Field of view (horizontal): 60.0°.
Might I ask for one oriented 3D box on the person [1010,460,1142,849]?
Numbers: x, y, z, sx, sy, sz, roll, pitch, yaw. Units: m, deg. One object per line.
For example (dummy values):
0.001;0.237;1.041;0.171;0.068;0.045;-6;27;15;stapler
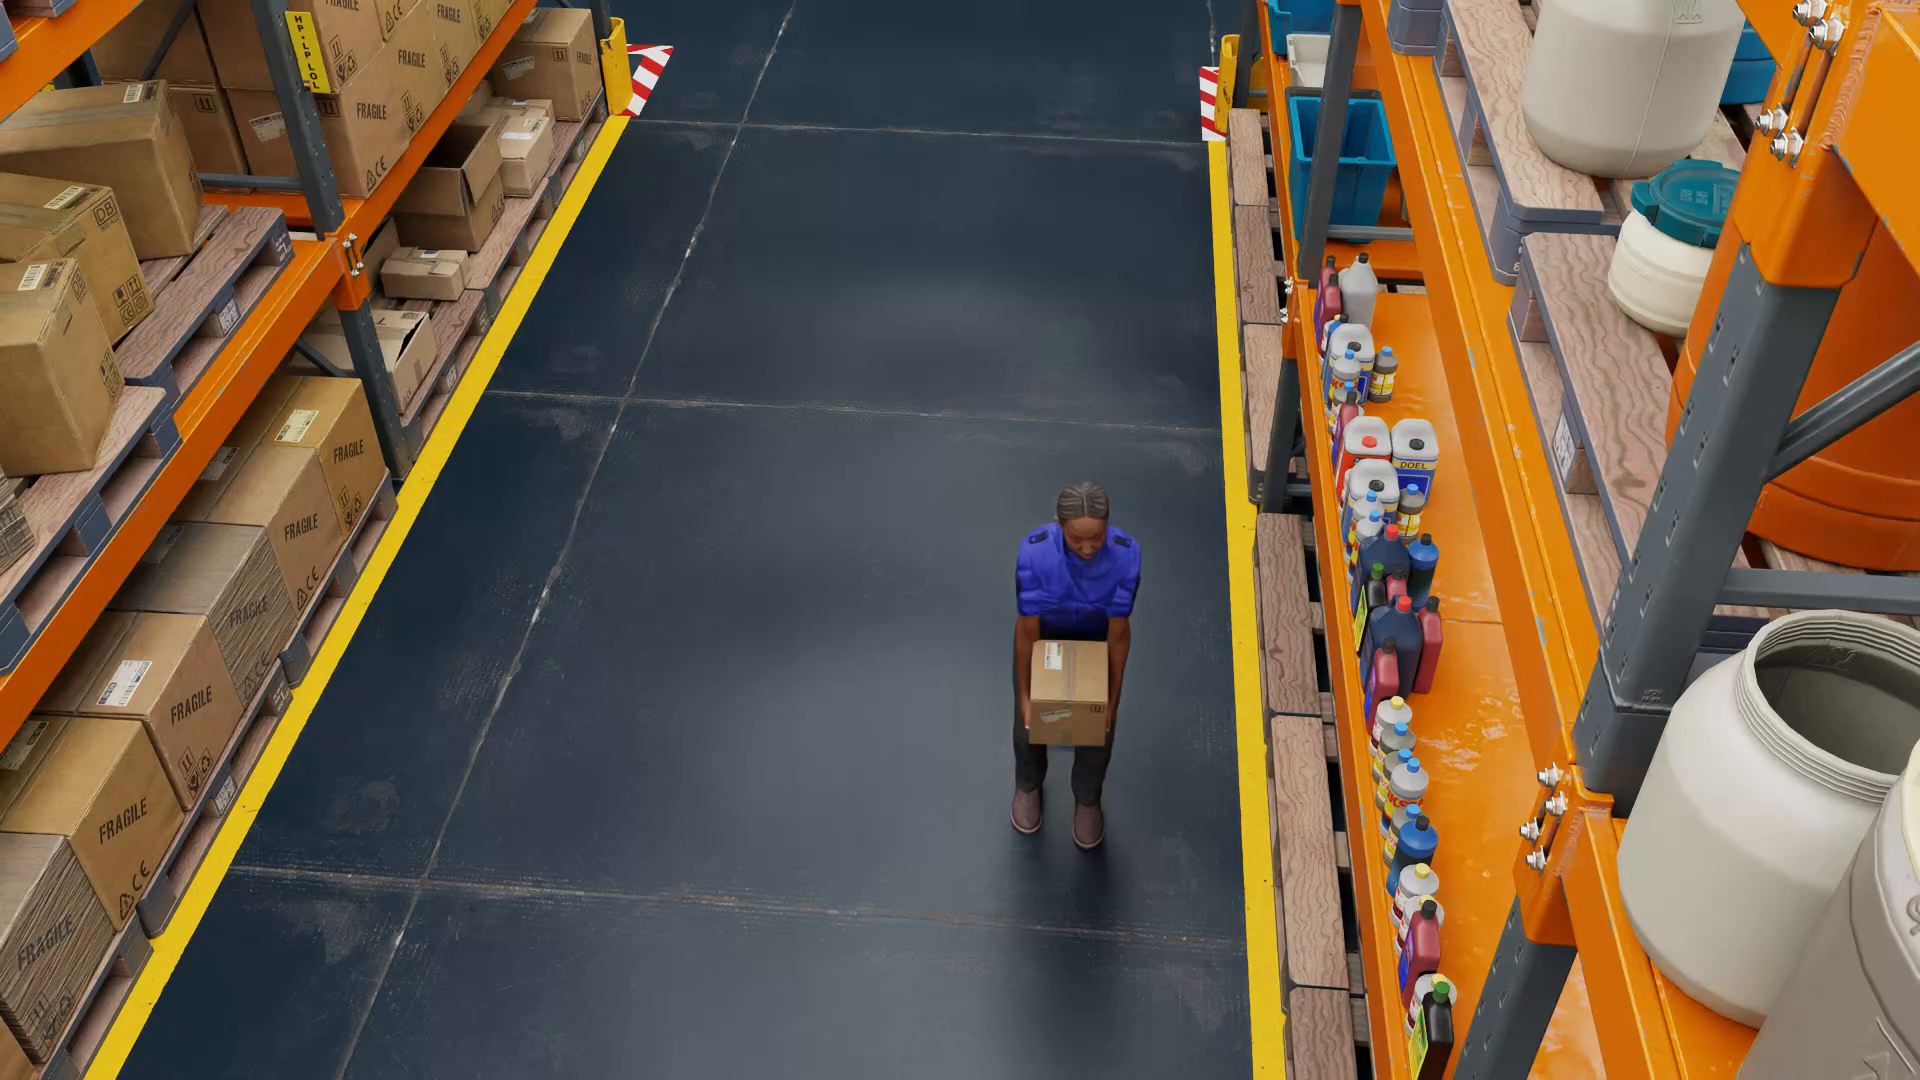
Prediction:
0.383;0.422;5.674;0.412;1.654;0.519;2;40;3;person
